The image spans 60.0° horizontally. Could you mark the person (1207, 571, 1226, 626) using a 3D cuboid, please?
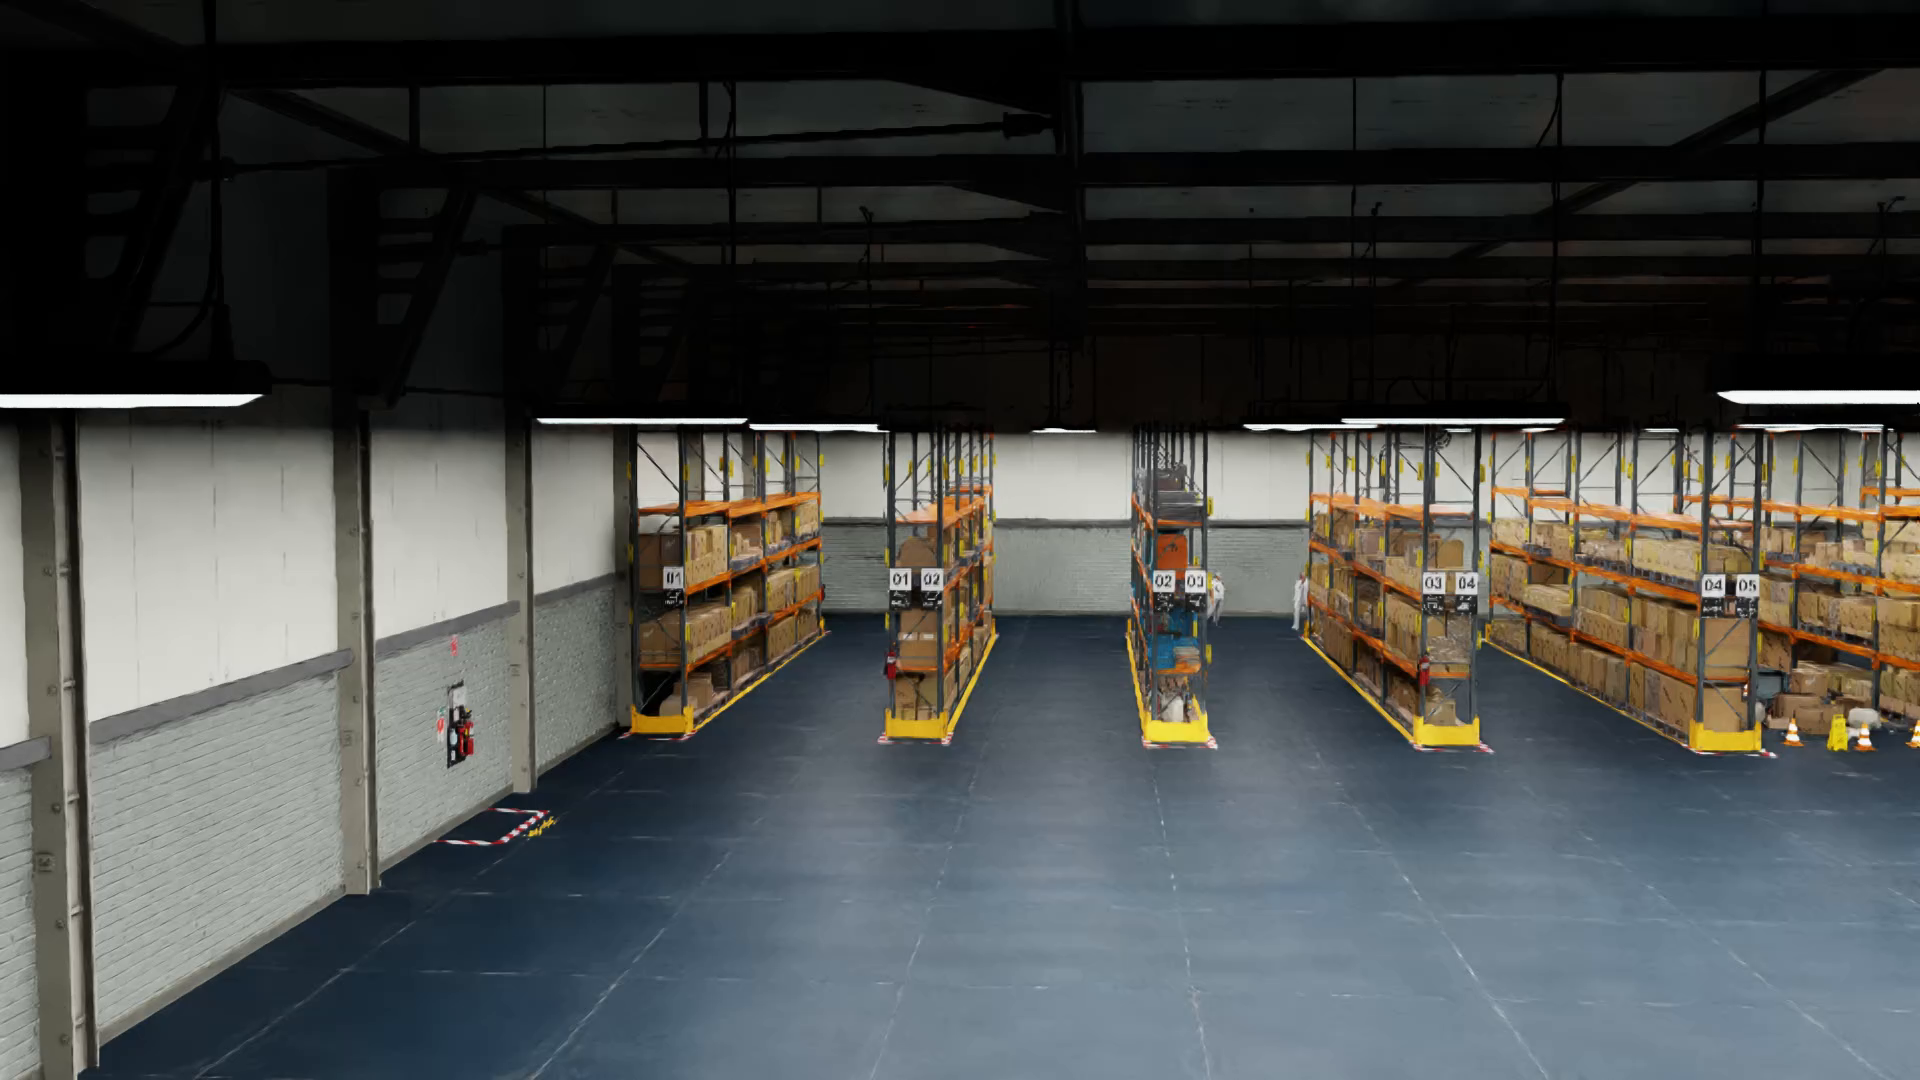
[{"bbox_3d":[7.566,1.756,49.708,0.694,1.656,0.539,-3,5,-38],"label":"person"}]

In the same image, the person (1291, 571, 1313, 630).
[{"bbox_3d":[10.079,1.781,48.792,0.633,1.736,1.041,2,4,27],"label":"person"}]
